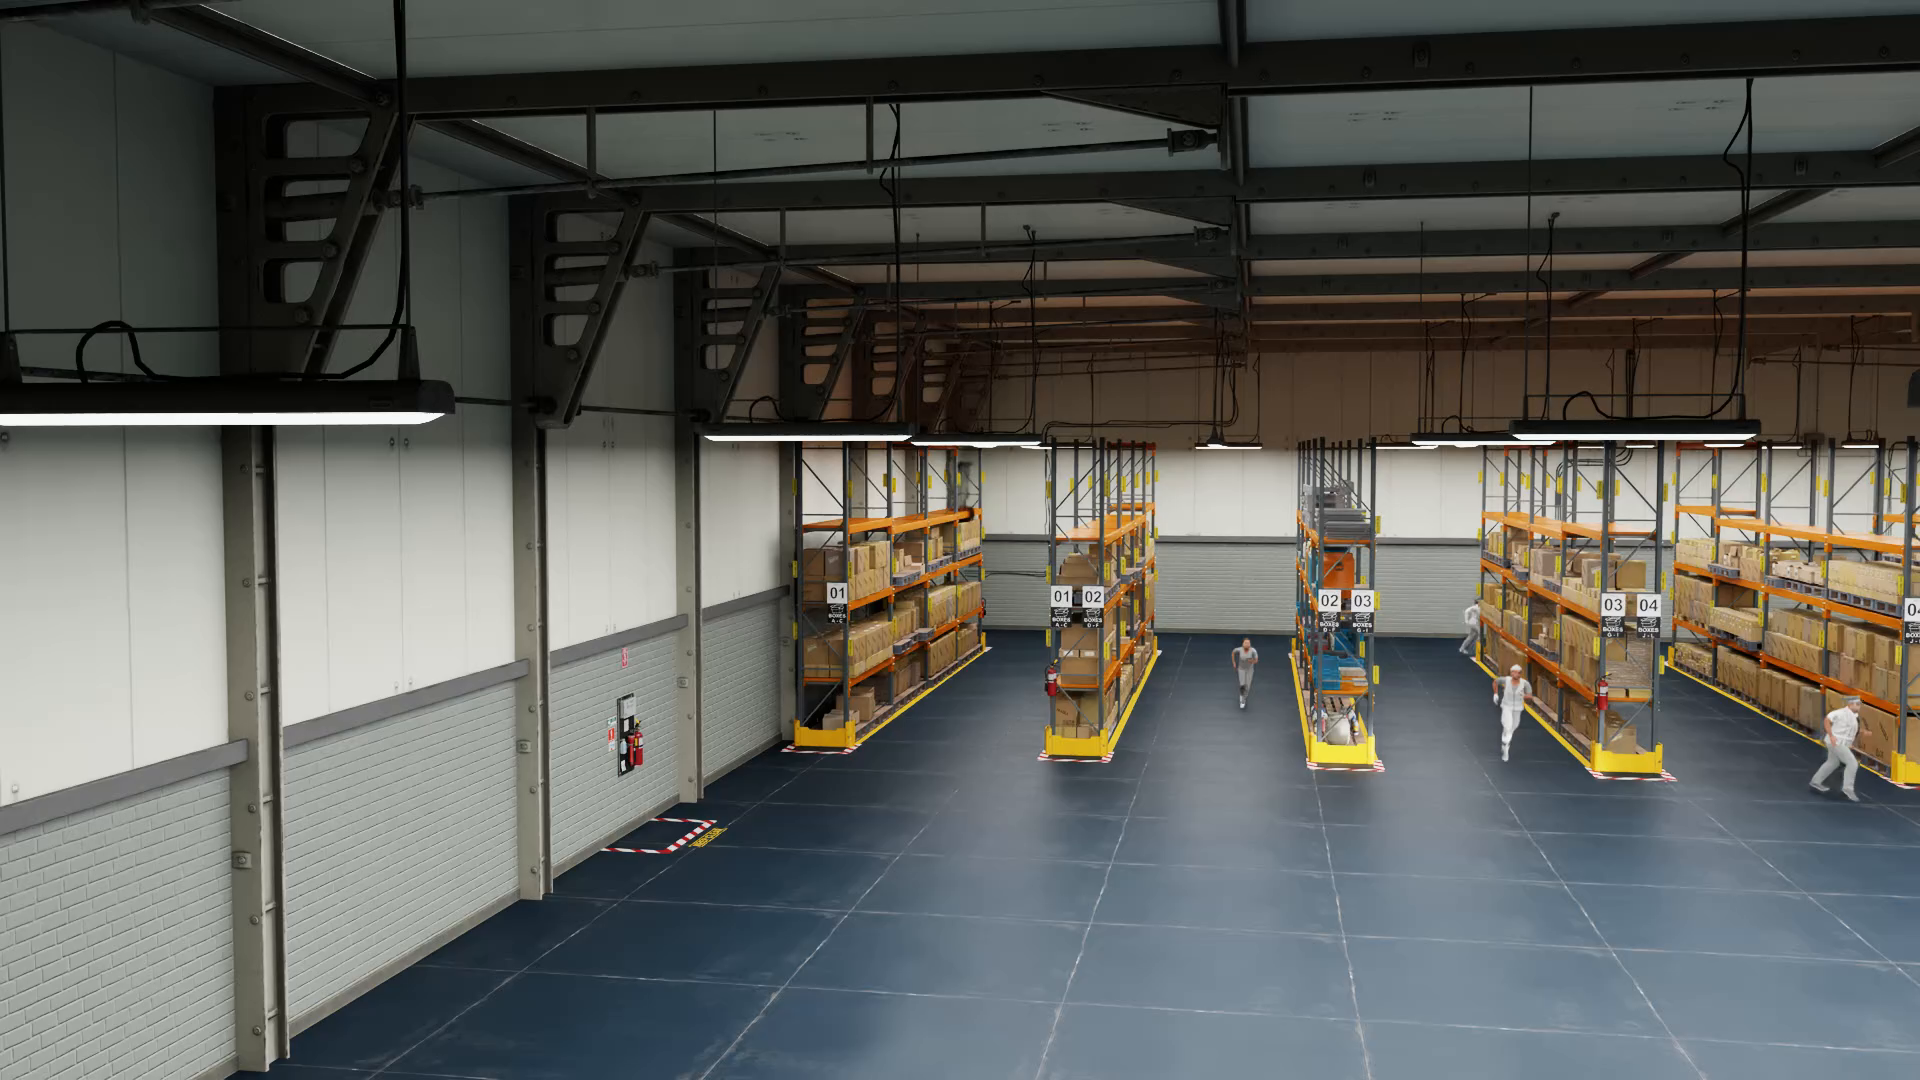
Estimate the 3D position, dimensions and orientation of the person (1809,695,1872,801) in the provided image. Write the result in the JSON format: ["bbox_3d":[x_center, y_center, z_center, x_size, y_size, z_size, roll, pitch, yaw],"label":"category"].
[{"bbox_3d":[14.580,3.426,27.595,0.677,1.772,0.915,-3,4,-42],"label":"person"}]

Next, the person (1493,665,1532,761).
[{"bbox_3d":[10.328,3.214,31.124,0.651,1.824,0.876,0,3,6],"label":"person"}]

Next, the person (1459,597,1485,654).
[{"bbox_3d":[14.485,2.425,46.835,0.810,1.691,0.601,1,3,24],"label":"person"}]

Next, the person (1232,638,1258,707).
[{"bbox_3d":[6.355,2.958,37.092,0.553,1.593,0.760,0,3,1],"label":"person"}]
